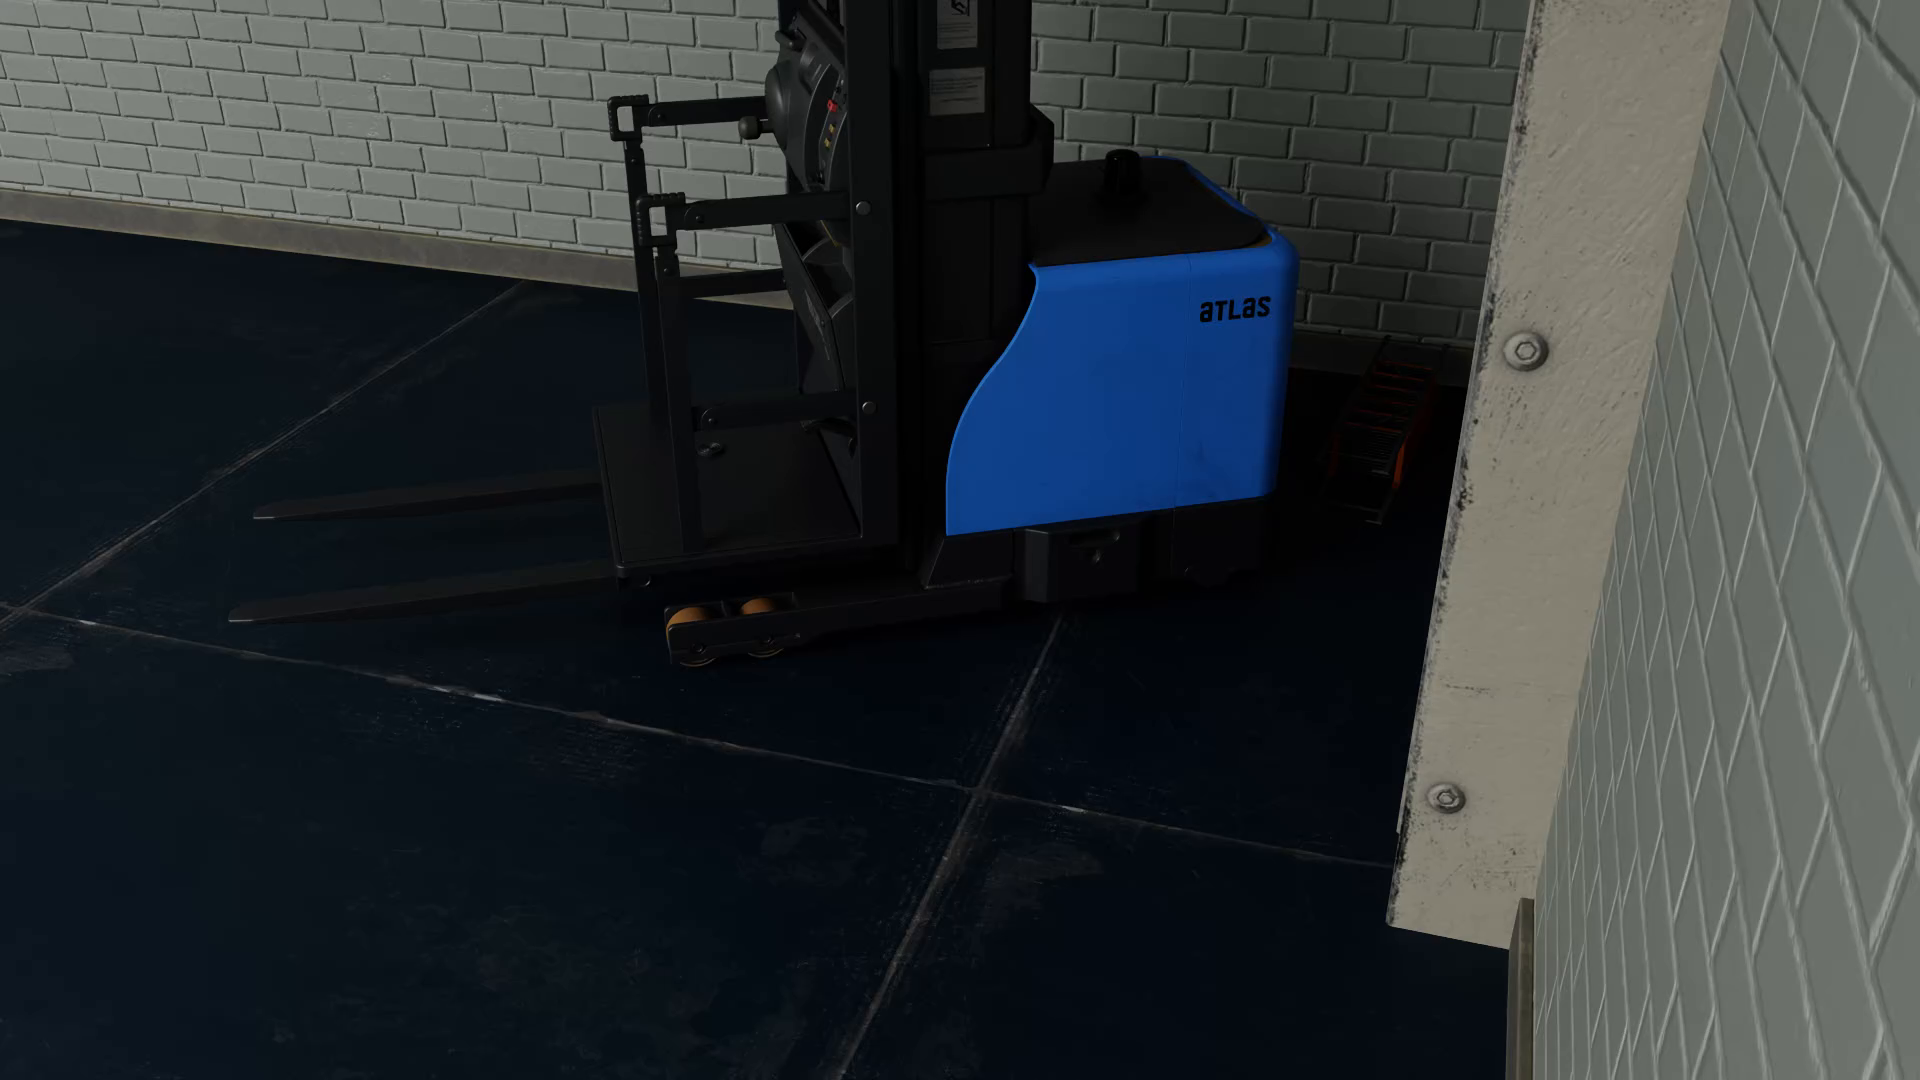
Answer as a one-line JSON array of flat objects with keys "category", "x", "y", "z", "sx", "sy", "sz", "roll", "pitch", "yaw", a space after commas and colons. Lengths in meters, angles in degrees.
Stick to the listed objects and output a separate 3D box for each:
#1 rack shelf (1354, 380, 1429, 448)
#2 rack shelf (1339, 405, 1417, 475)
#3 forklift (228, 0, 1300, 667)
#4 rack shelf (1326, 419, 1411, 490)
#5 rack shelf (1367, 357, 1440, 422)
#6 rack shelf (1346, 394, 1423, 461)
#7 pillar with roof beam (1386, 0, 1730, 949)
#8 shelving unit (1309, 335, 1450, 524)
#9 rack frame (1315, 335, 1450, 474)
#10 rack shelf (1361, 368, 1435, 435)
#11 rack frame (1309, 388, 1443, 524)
[{"category": "rack shelf", "x": 1.539, "y": -0.454, "z": 5.981, "sx": 0.258, "sy": 0.180, "sz": 0.103, "roll": 12, "pitch": 31, "yaw": 20}, {"category": "rack shelf", "x": 1.443, "y": -0.348, "z": 5.788, "sx": 0.258, "sy": 0.180, "sz": 0.103, "roll": 12, "pitch": 31, "yaw": 20}, {"category": "forklift", "x": -0.603, "y": -1.205, "z": 4.518, "sx": 3.031, "sy": 2.935, "sz": 1.130, "roll": -7, "pitch": 30, "yaw": -13}, {"category": "rack shelf", "x": 1.395, "y": -0.295, "z": 5.692, "sx": 0.258, "sy": 0.180, "sz": 0.103, "roll": 12, "pitch": 31, "yaw": 20}, {"category": "rack shelf", "x": 1.635, "y": -0.559, "z": 6.174, "sx": 0.258, "sy": 0.180, "sz": 0.103, "roll": 12, "pitch": 31, "yaw": 20}, {"category": "rack shelf", "x": 1.491, "y": -0.401, "z": 5.885, "sx": 0.258, "sy": 0.180, "sz": 0.103, "roll": 12, "pitch": 31, "yaw": 20}, {"category": "pillar with roof beam", "x": -2.940, "y": -3.740, "z": 2.833, "sx": 9.100, "sy": 9.000, "sz": 0.400, "roll": 8, "pitch": 30, "yaw": 15}, {"category": "shelving unit", "x": 1.509, "y": -0.421, "z": 5.920, "sx": 0.258, "sy": 0.189, "sz": 1.200, "roll": 12, "pitch": 31, "yaw": 20}, {"category": "rack frame", "x": 1.509, "y": -0.501, "z": 5.876, "sx": 0.240, "sy": 0.006, "sz": 1.200, "roll": 12, "pitch": 31, "yaw": 20}, {"category": "rack shelf", "x": 1.587, "y": -0.507, "z": 6.077, "sx": 0.258, "sy": 0.180, "sz": 0.103, "roll": 12, "pitch": 31, "yaw": 20}, {"category": "rack frame", "x": 1.509, "y": -0.340, "z": 5.964, "sx": 0.240, "sy": 0.006, "sz": 1.200, "roll": 12, "pitch": 31, "yaw": 20}]
